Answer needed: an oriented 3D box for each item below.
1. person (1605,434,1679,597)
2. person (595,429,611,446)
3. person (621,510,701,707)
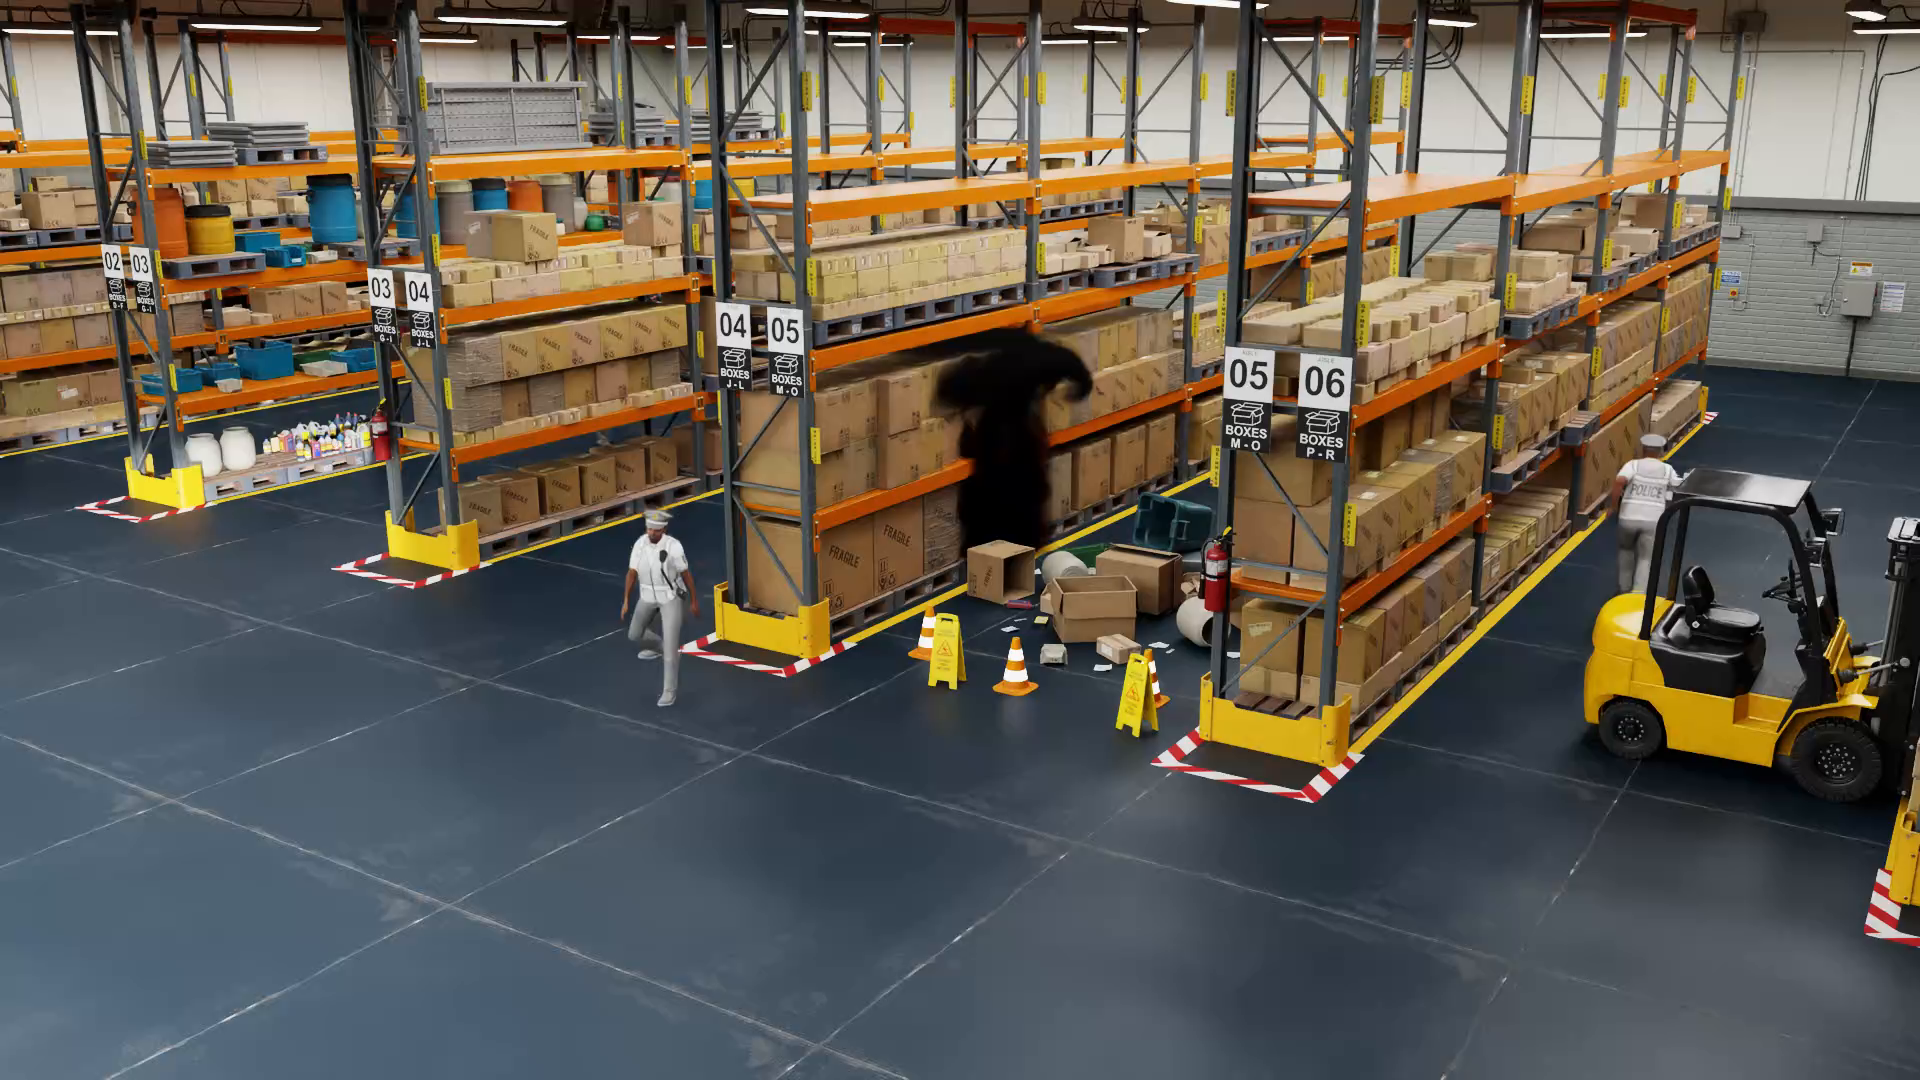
[{"bbox_3d":[6.783,-0.152,16.571,0.666,1.746,1.002,7,17,25],"label":"person"},{"bbox_3d":[-5.222,-2.120,23.663,0.653,1.674,0.932,3,16,12],"label":"person"},{"bbox_3d":[-2.545,0.496,13.985,0.664,1.613,0.863,5,16,16],"label":"person"}]
